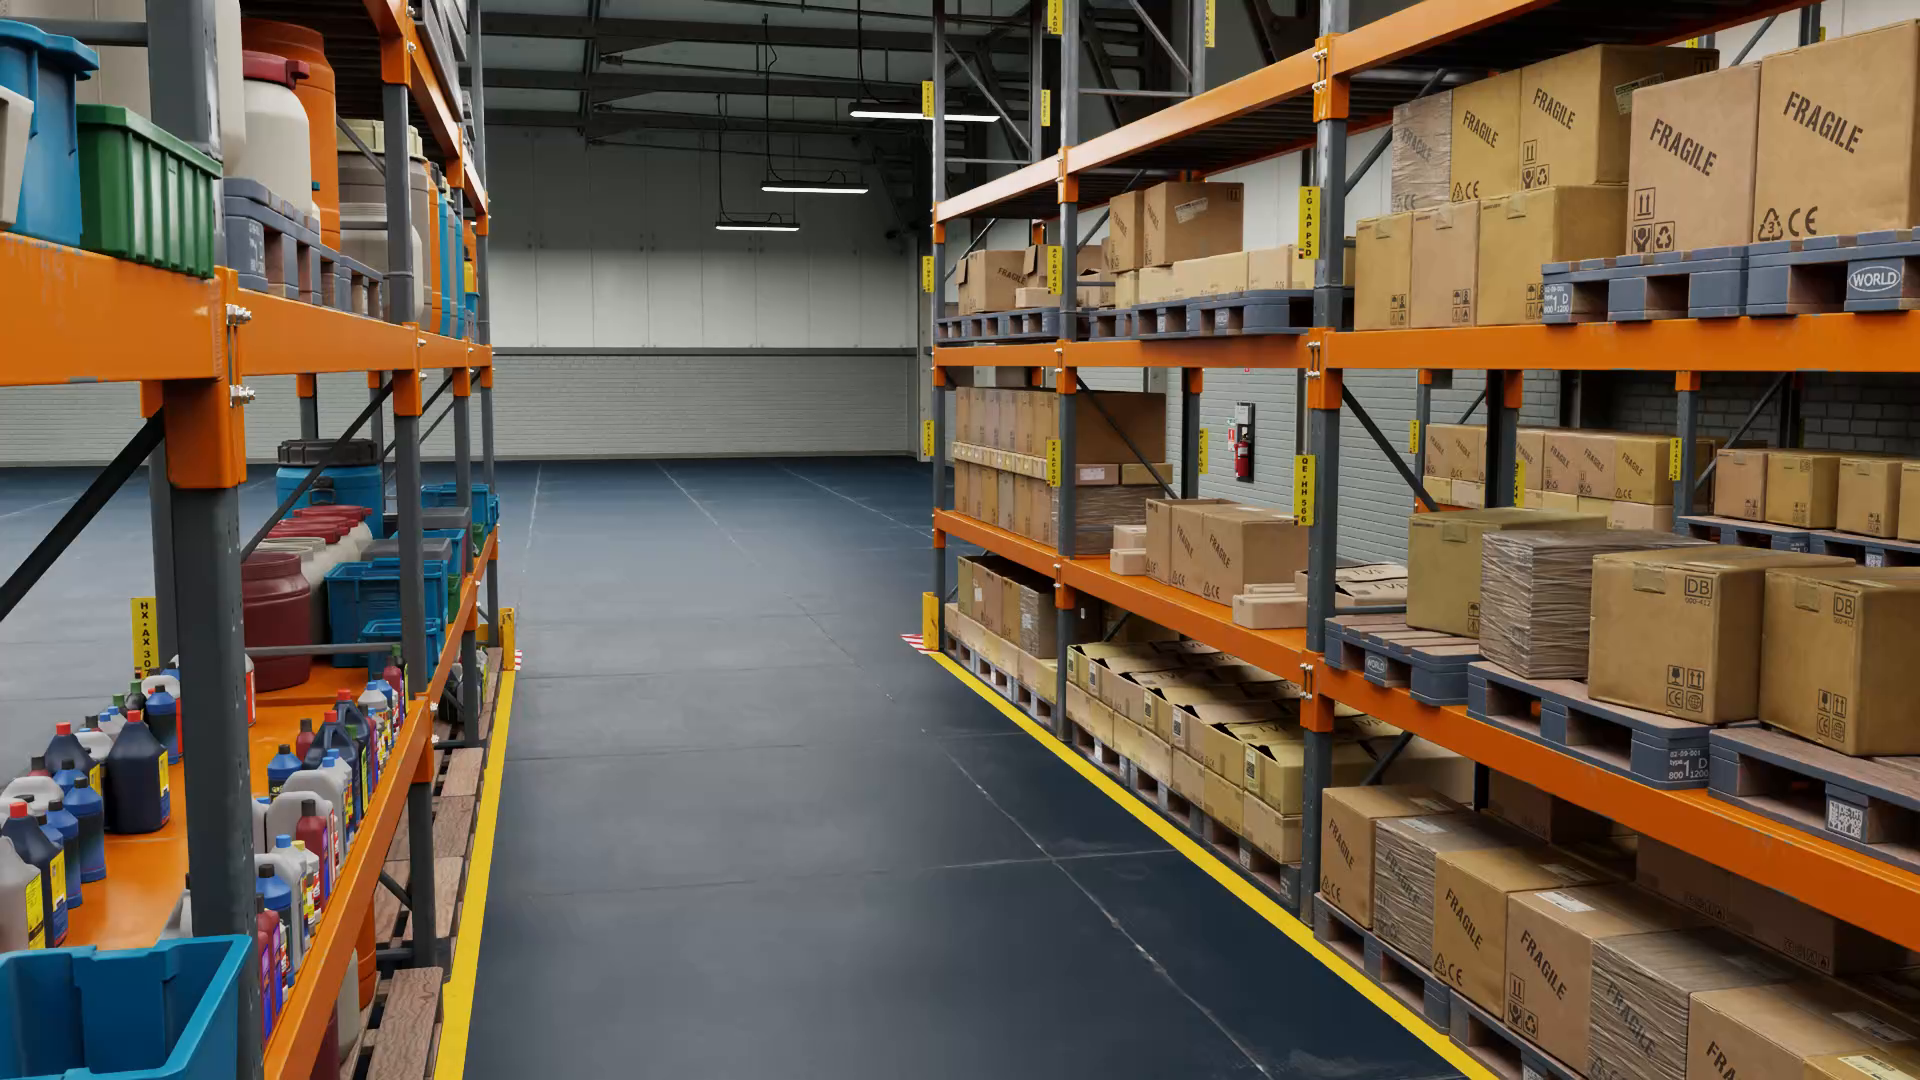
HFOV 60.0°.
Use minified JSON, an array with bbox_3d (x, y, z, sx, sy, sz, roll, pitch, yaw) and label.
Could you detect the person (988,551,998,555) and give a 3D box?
[{"bbox_3d":[0.394,-0.111,17.914,0.357,1.767,0.564,-1,6,-12],"label":"person"}]
